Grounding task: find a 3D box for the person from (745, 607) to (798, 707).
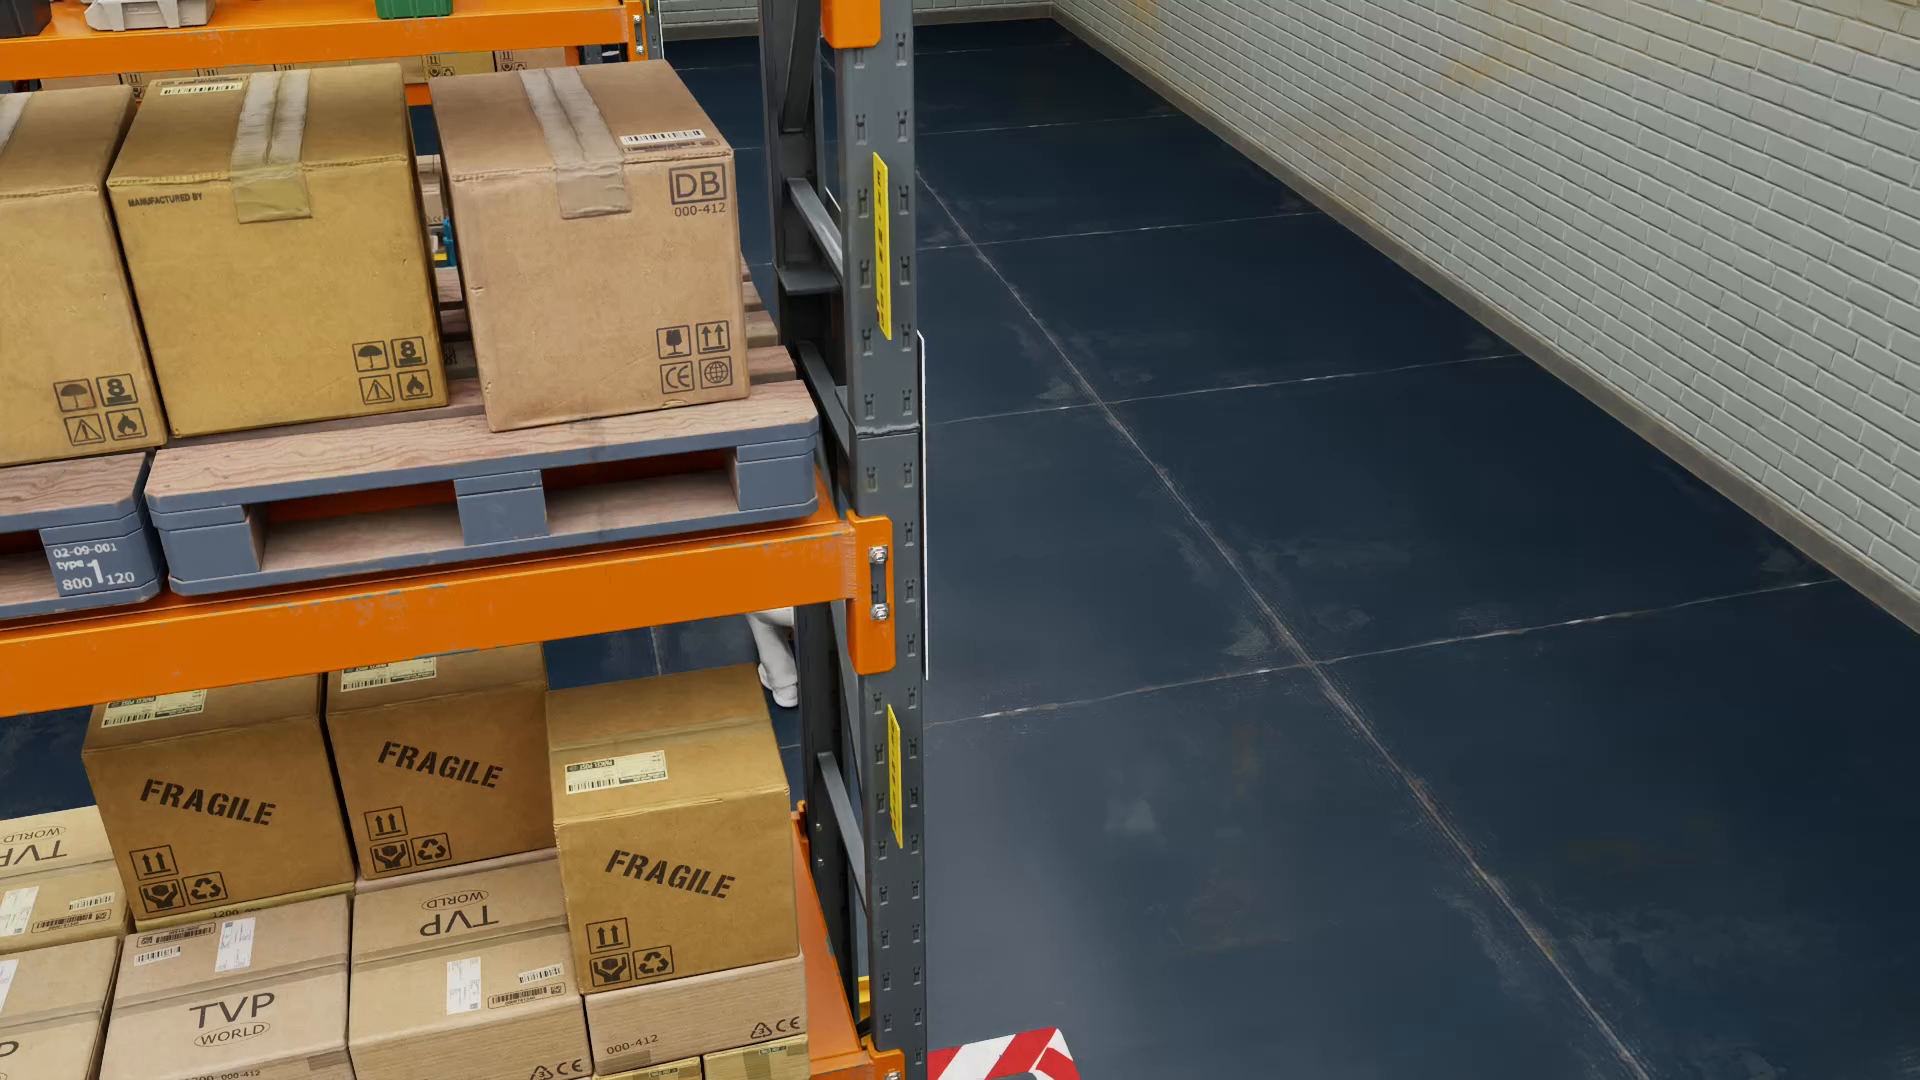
[{"bbox_3d":[-0.751,0.237,7.678,0.585,0.874,0.954,-9,31,-15],"label":"person"}]
